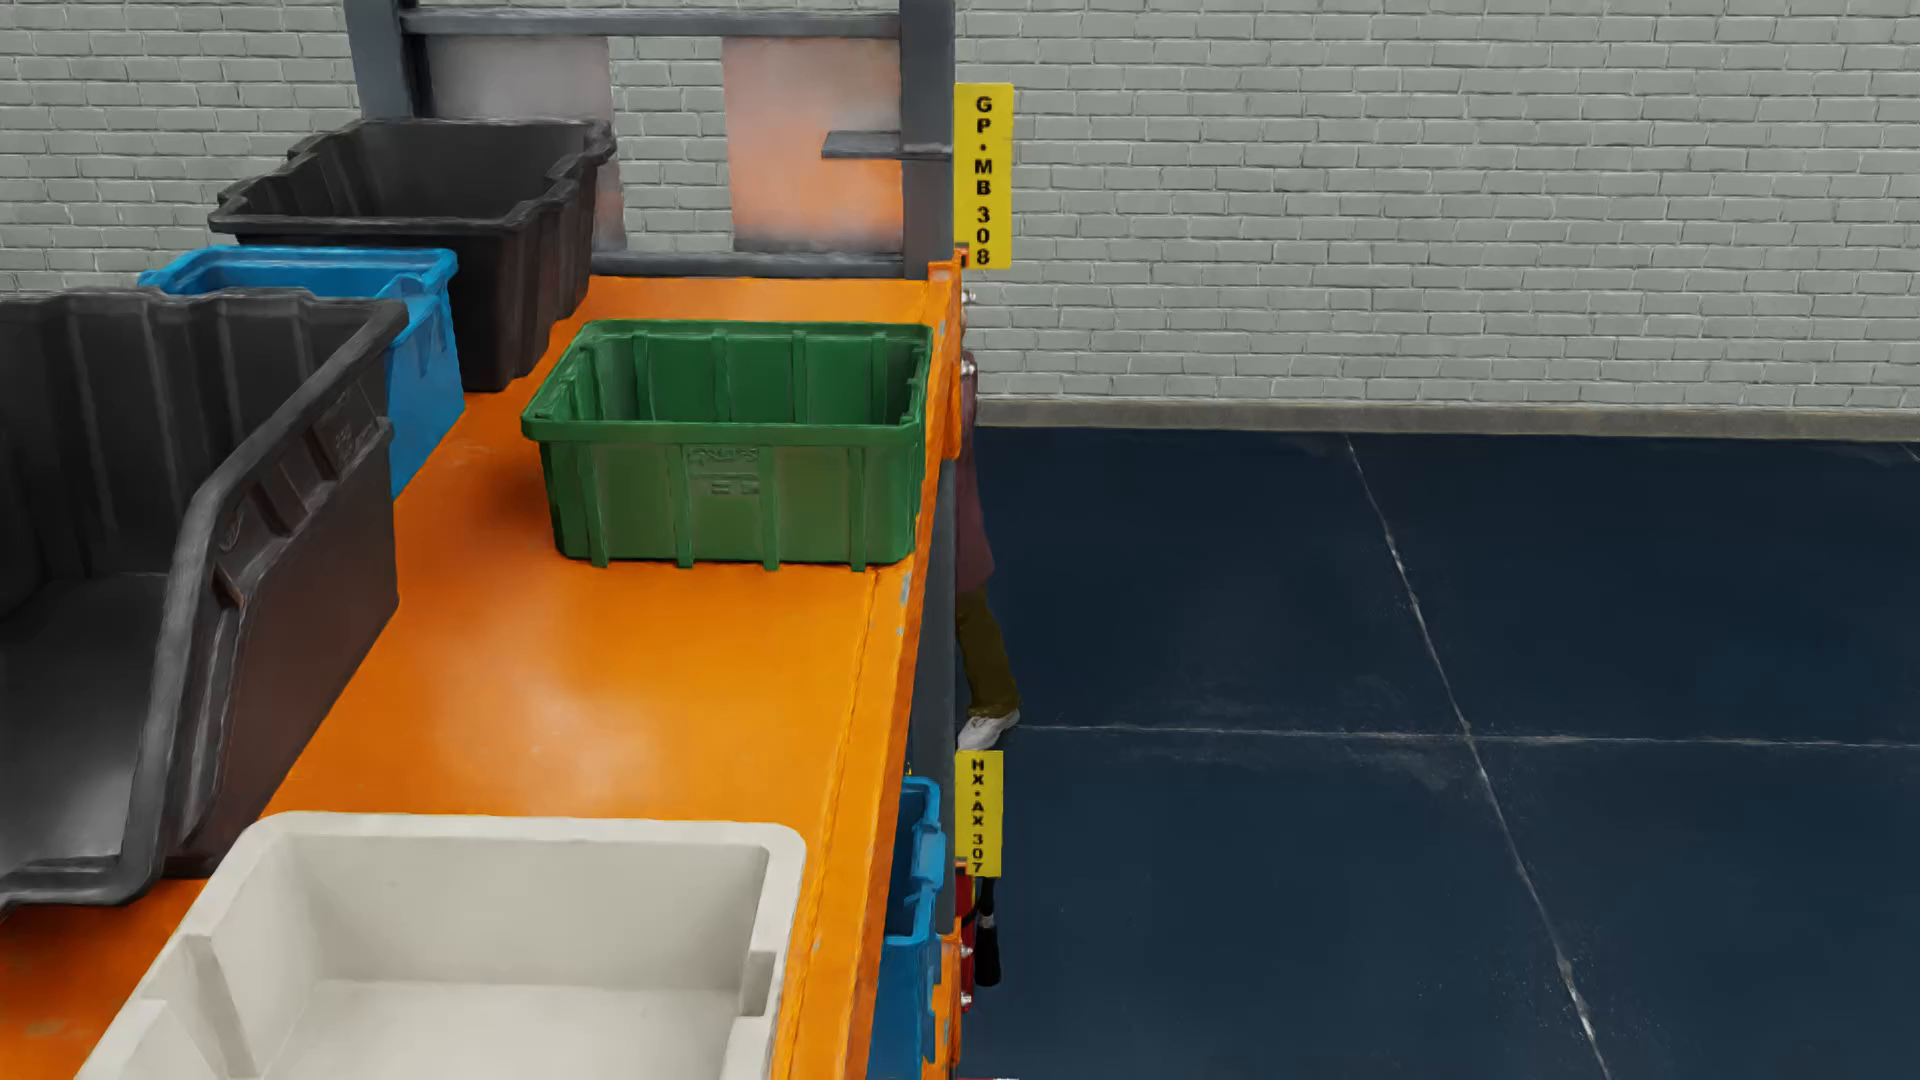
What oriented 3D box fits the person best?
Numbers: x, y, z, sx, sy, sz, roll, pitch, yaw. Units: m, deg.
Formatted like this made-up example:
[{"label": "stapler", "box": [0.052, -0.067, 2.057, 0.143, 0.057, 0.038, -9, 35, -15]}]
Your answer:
[{"label": "person", "box": [-0.103, -0.109, 6.325, 0.682, 1.775, 0.779, -2, 28, -3]}]
